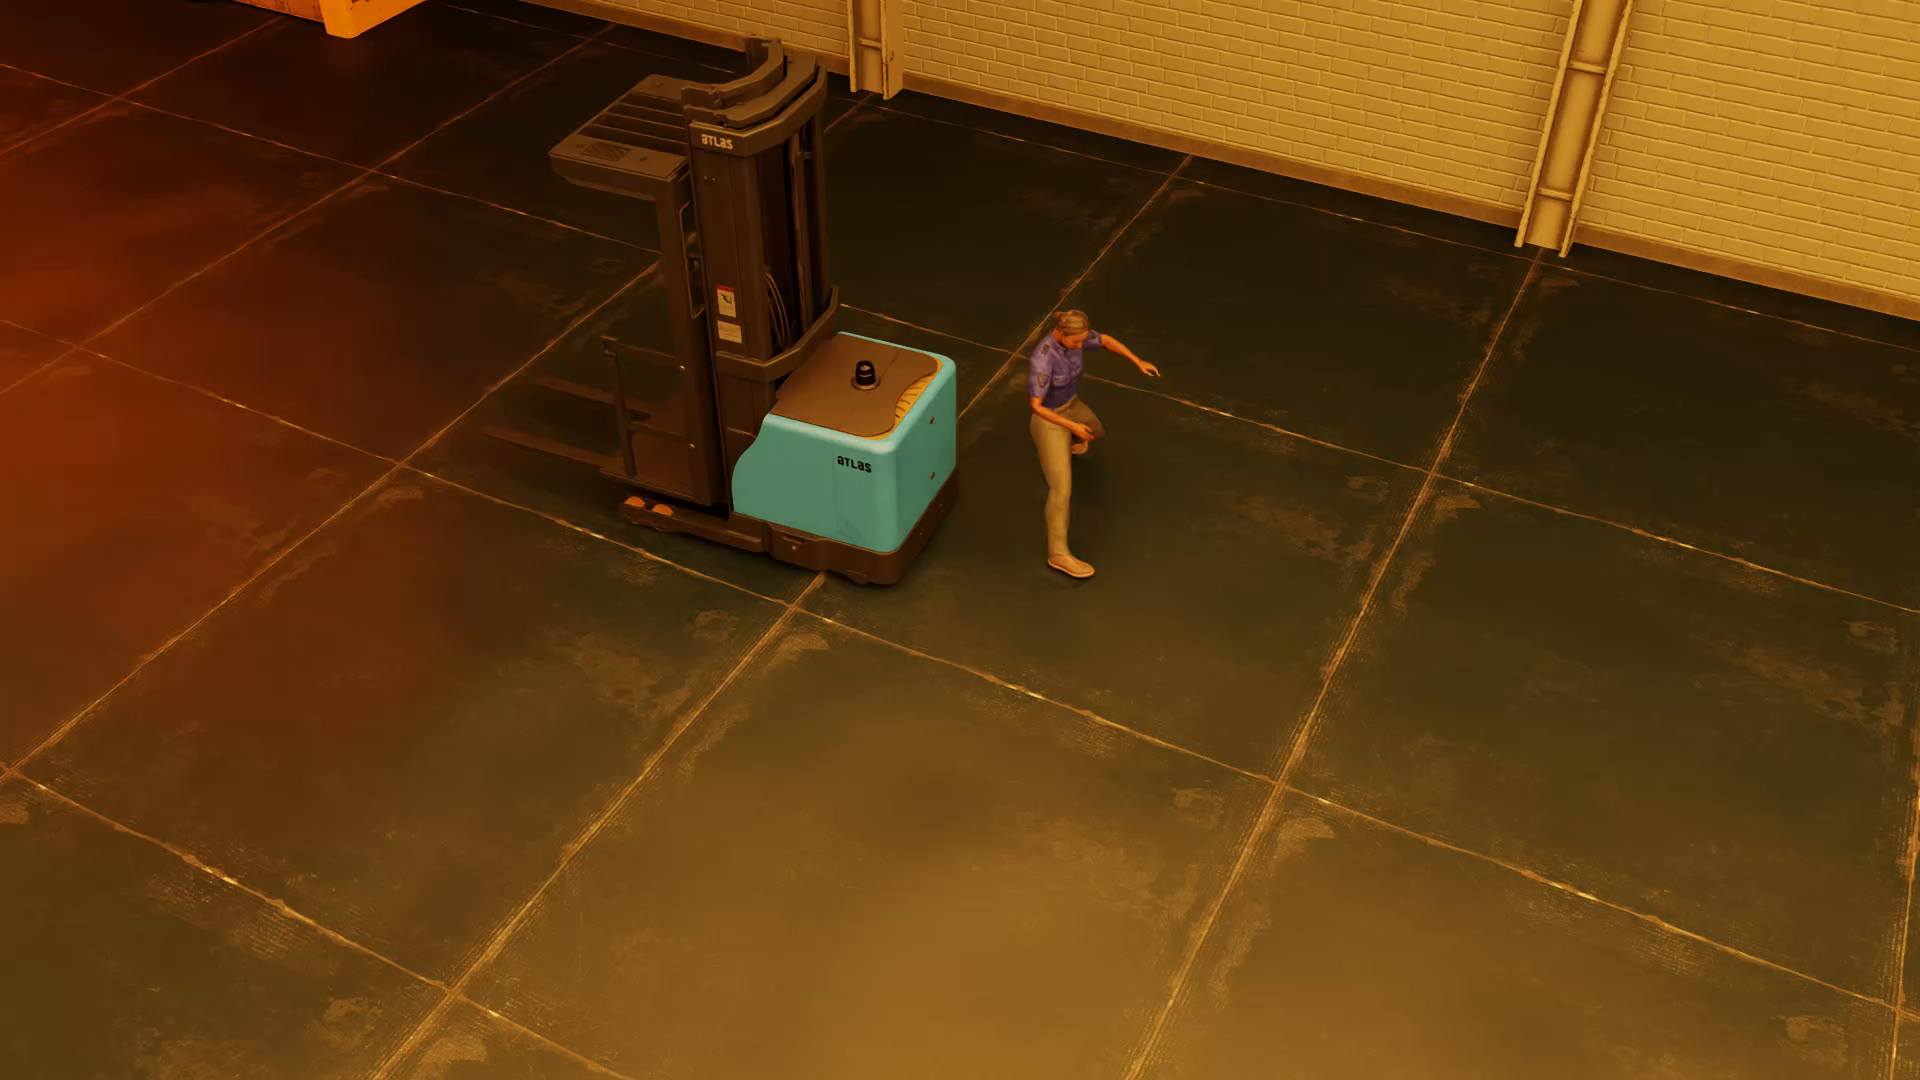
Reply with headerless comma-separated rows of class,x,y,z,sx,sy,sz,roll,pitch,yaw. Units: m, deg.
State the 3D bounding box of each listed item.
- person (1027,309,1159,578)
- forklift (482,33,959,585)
person,0.724,-0.754,10.043,0.911,1.463,1.176,25,46,26
forklift,-1.574,-1.471,9.733,3.031,2.935,1.130,15,42,17
